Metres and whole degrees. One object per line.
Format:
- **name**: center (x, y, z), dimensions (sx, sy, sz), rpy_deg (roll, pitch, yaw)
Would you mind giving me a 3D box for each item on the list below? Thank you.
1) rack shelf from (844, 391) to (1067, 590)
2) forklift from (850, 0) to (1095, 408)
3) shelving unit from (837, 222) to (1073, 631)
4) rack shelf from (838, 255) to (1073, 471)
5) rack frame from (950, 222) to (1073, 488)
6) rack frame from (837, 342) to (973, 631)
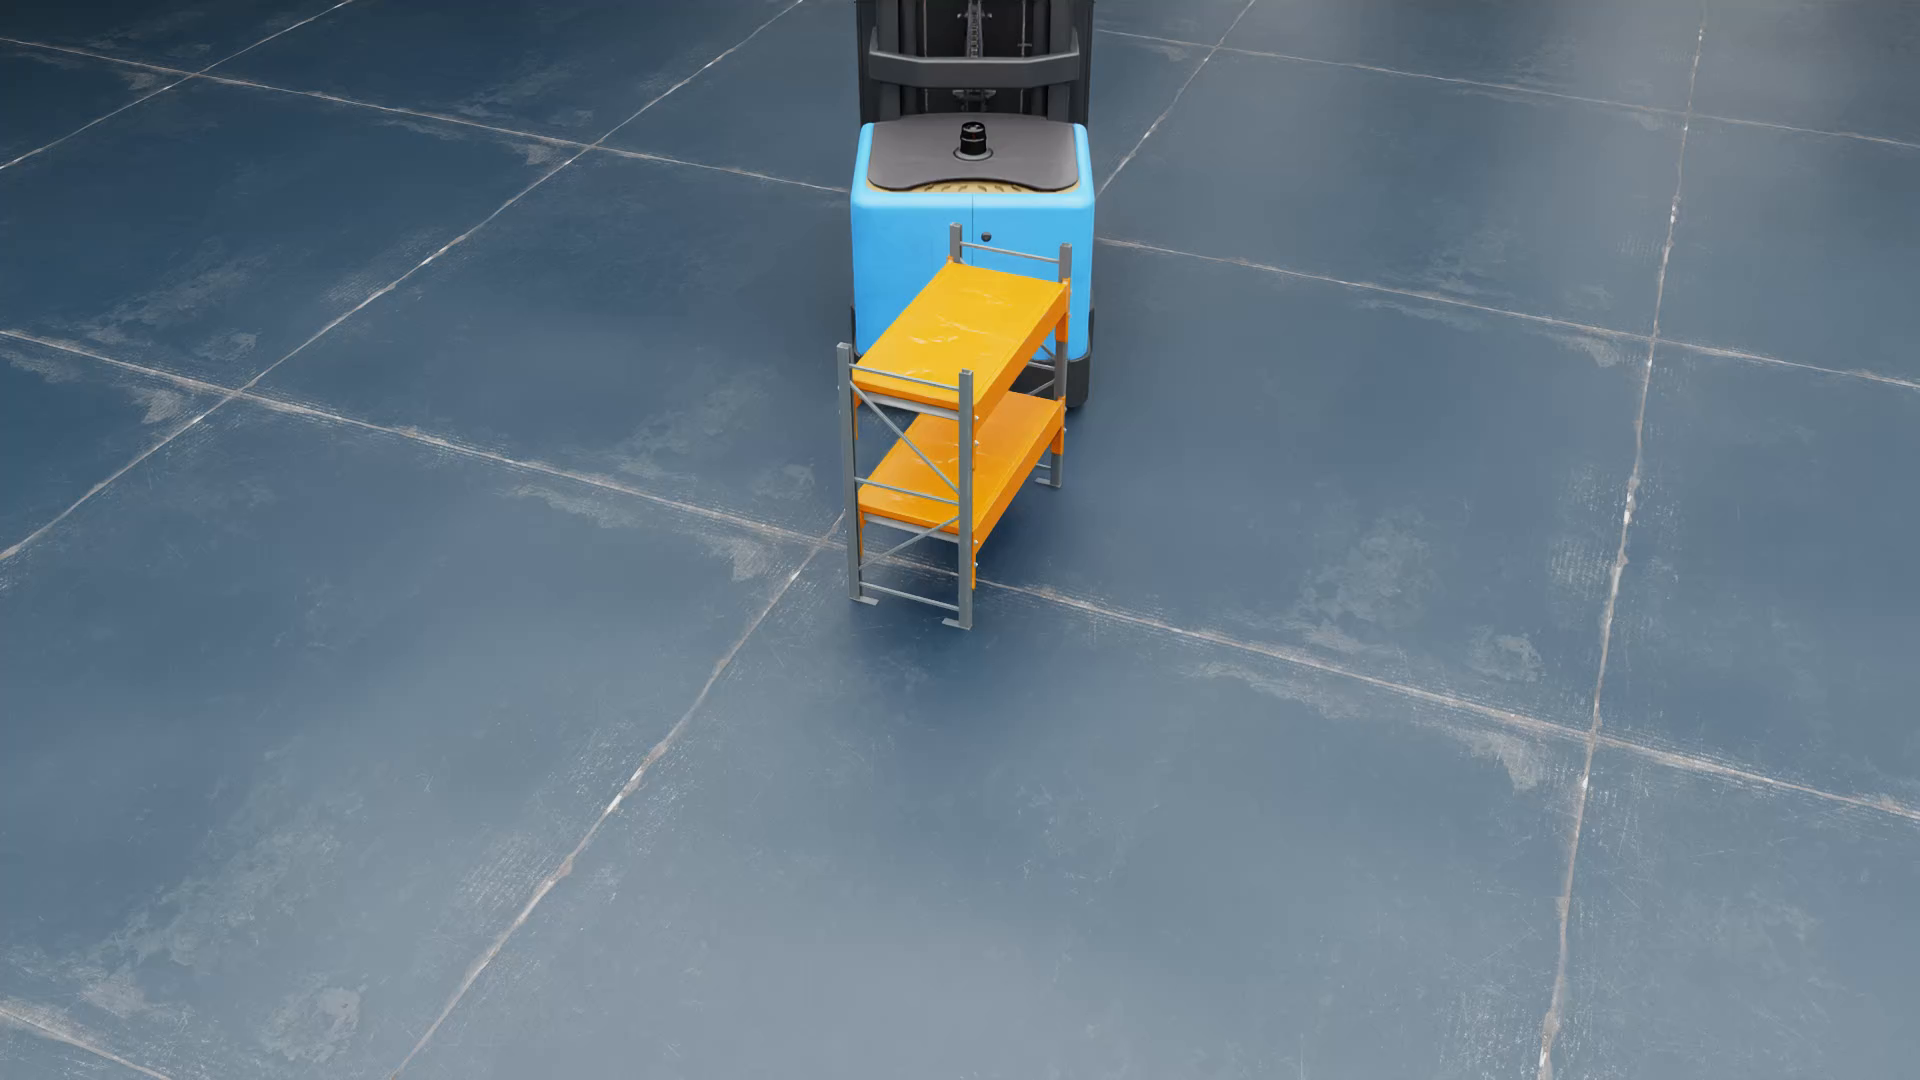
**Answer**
- **rack shelf**: center (0.003, -0.258, 6.565), dimensions (0.538, 0.278, 1.000), rpy_deg (14, 39, 18)
- **forklift**: center (0.070, -2.614, 7.799), dimensions (1.130, 2.935, 3.031), rpy_deg (0, 37, 1)
- **shelving unit**: center (0.003, -0.454, 6.418), dimensions (0.538, 1.125, 1.048), rpy_deg (14, 39, 18)
- **rack shelf**: center (0.003, -0.689, 6.243), dimensions (0.538, 0.278, 1.000), rpy_deg (14, 39, 18)
- **rack frame**: center (0.196, -0.736, 6.795), dimensions (0.500, 1.125, 0.032), rpy_deg (14, 39, 18)
- **rack frame**: center (-0.191, -0.173, 6.042), dimensions (0.500, 1.125, 0.032), rpy_deg (14, 39, 18)
